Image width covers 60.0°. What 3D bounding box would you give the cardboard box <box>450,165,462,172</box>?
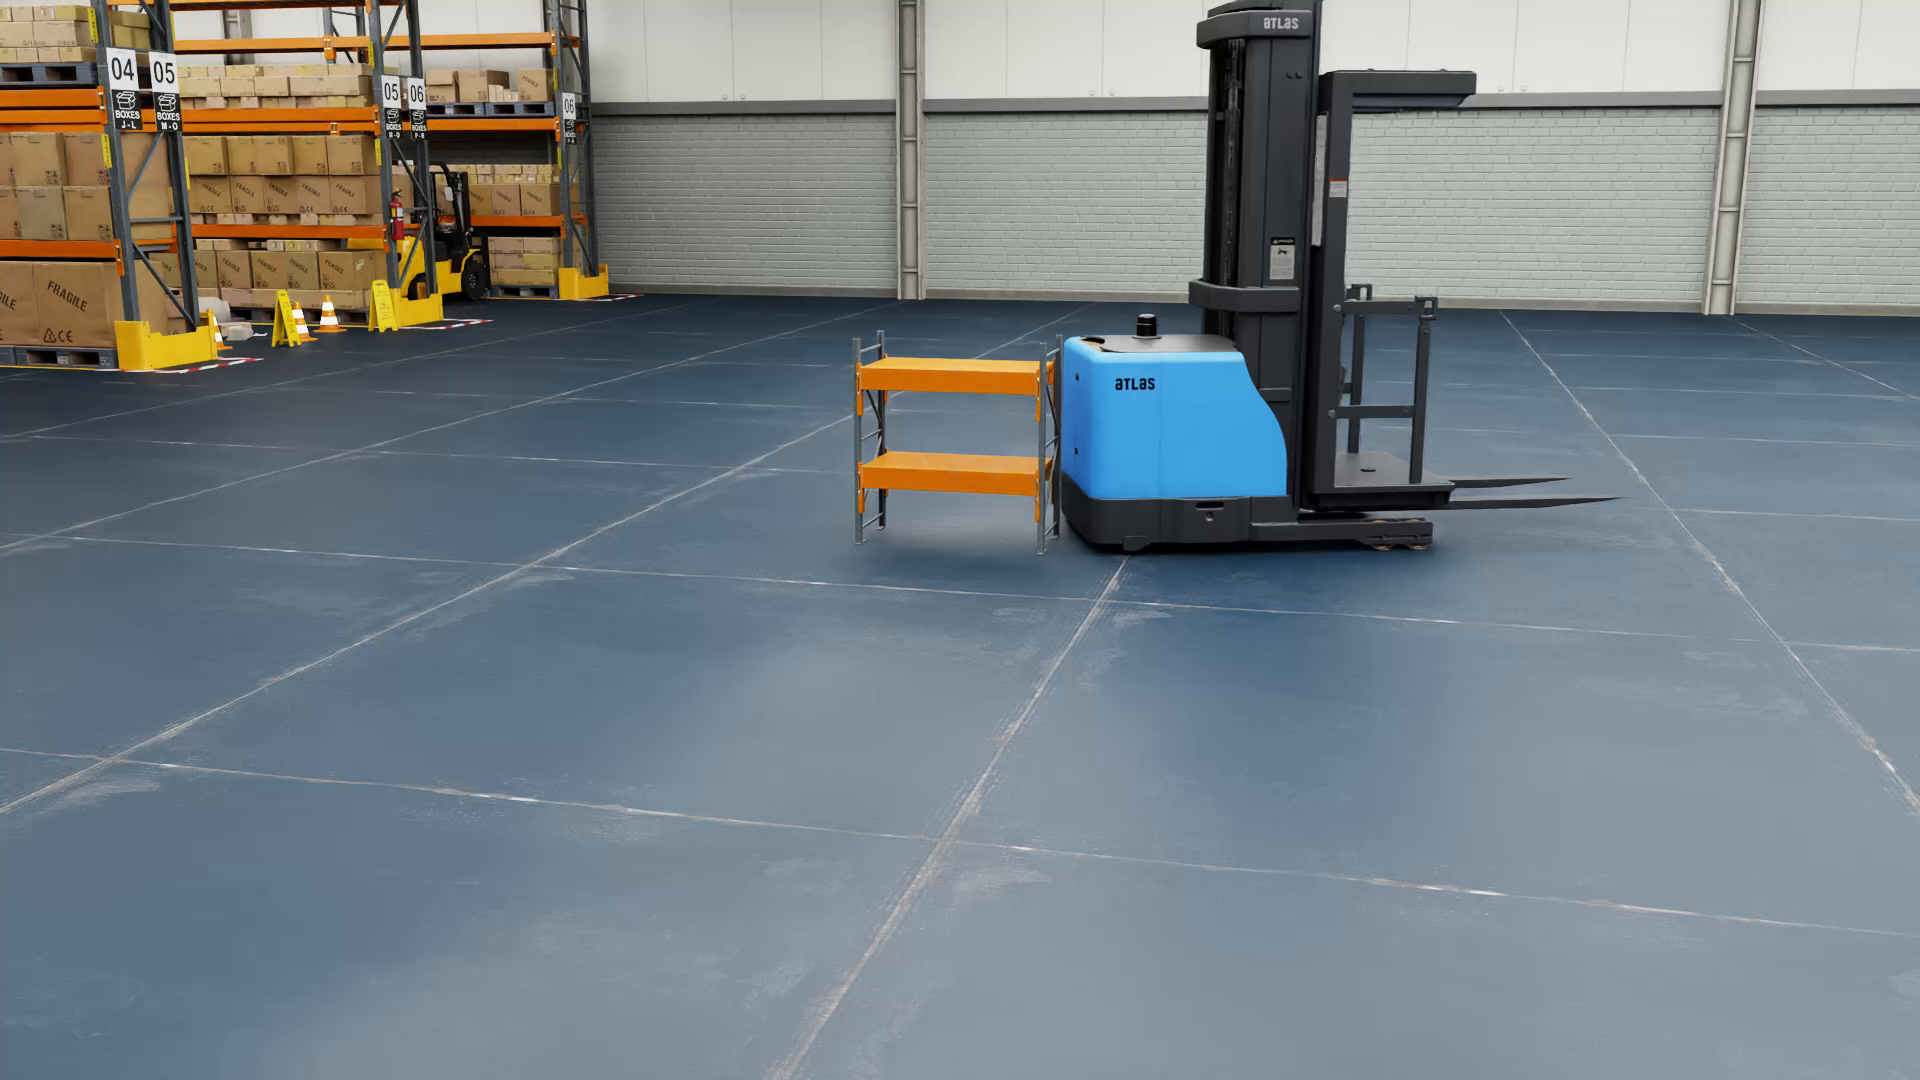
[{"bbox_3d":[-8.027,-5.988,26.881,0.250,0.149,0.380,3,13,14],"label":"cardboard box"}]

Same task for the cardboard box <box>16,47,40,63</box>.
[{"bbox_3d":[-9.310,-4.902,16.858,0.250,0.149,0.380,3,13,14],"label":"cardboard box"}]

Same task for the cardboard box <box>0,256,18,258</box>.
[{"bbox_3d":[-10.825,-2.616,18.036,0.875,0.875,0.875,3,13,14],"label":"cardboard box"}]

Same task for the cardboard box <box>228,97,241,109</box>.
[{"bbox_3d":[-9.464,-5.781,22.022,0.250,0.149,0.380,3,13,14],"label":"cardboard box"}]

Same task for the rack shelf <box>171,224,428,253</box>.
[{"bbox_3d":[-9.266,-4.133,22.597,4.000,0.370,1.077,3,13,14],"label":"rack shelf"}]

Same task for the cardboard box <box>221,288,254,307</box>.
[{"bbox_3d":[-9.663,-3.311,22.610,0.500,0.250,0.500,3,13,13],"label":"cardboard box"}]

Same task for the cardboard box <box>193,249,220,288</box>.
[{"bbox_3d":[-10.177,-3.704,22.650,0.500,0.500,0.500,4,13,16],"label":"cardboard box"}]

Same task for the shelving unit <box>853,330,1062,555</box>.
[{"bbox_3d":[-0.007,-0.550,9.113,1.048,1.125,0.538,3,13,14],"label":"shelving unit"}]

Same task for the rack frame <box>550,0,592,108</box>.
[{"bbox_3d":[-6.138,-8.353,26.107,0.127,3.000,1.000,3,13,14],"label":"rack frame"}]

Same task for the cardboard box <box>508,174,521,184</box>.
[{"bbox_3d":[-7.034,-5.782,26.642,0.250,0.149,0.380,3,13,15],"label":"cardboard box"}]

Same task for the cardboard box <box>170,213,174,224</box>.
[{"bbox_3d":[-10.721,-4.379,22.627,0.250,0.149,0.380,3,13,15],"label":"cardboard box"}]

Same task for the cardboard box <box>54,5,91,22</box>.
[{"bbox_3d":[-8.820,-5.265,16.653,0.250,0.149,0.380,3,13,14],"label":"cardboard box"}]

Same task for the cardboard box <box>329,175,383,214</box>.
[{"bbox_3d":[-7.917,-4.544,21.874,0.500,0.500,0.500,3,13,13],"label":"cardboard box"}]

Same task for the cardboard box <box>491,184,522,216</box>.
[{"bbox_3d":[-7.180,-5.472,26.742,0.500,0.500,0.500,3,13,15],"label":"cardboard box"}]

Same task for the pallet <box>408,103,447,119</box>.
[{"bbox_3d":[-9.187,-7.014,27.202,1.213,0.211,1.003,3,13,14],"label":"pallet"}]

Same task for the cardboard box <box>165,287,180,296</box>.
[{"bbox_3d":[-10.493,-3.027,21.717,0.500,0.500,0.500,-9,15,-35],"label":"cardboard box"}]

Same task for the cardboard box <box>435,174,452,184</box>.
[{"bbox_3d":[-8.279,-5.841,26.907,0.250,0.149,0.380,3,13,12],"label":"cardboard box"}]

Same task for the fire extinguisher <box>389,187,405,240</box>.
[{"bbox_3d":[-7.323,-4.240,21.596,0.183,0.674,0.296,3,13,14],"label":"fire extinguisher"}]

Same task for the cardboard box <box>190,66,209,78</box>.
[{"bbox_3d":[-9.964,-6.189,22.019,0.250,0.149,0.380,3,13,12],"label":"cardboard box"}]

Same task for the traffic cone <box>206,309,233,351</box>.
[{"bbox_3d":[-8.587,-2.422,19.081,0.334,0.463,0.336,3,13,14],"label":"traffic cone"}]

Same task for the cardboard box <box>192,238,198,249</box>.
[{"bbox_3d":[-10.592,-4.027,22.608,0.250,0.149,0.380,3,13,14],"label":"cardboard box"}]

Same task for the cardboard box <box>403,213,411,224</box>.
[{"bbox_3d":[-7.604,-4.319,22.354,0.250,0.149,0.380,3,13,14],"label":"cardboard box"}]

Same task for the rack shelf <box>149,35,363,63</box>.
[{"bbox_3d":[-11.963,-8.118,27.632,4.000,0.370,1.077,3,13,14],"label":"rack shelf"}]

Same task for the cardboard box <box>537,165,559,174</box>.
[{"bbox_3d":[-6.536,-5.909,26.528,0.250,0.149,0.380,3,13,14],"label":"cardboard box"}]

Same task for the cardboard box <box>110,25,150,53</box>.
[{"bbox_3d":[-8.819,-5.203,17.295,0.500,0.250,0.500,3,13,13],"label":"cardboard box"}]

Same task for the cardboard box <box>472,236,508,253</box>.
[{"bbox_3d":[-7.649,-4.783,26.935,0.500,0.250,0.500,3,13,14],"label":"cardboard box"}]

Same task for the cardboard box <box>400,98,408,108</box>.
[{"bbox_3d":[-7.568,-5.807,22.139,0.250,0.149,0.380,3,13,14],"label":"cardboard box"}]

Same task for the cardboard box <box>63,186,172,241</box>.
[{"bbox_3d":[-8.783,-3.417,17.364,0.550,0.550,0.875,3,13,14],"label":"cardboard box"}]

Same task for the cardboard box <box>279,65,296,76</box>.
[{"bbox_3d":[-8.686,-6.136,21.778,0.250,0.149,0.380,3,13,14],"label":"cardboard box"}]

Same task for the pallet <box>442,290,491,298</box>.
[{"bbox_3d":[-8.071,-4.158,27.485,1.213,0.211,1.003,3,13,14],"label":"pallet"}]

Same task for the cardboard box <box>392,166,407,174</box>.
[{"bbox_3d":[-9.033,-6.023,27.039,0.250,0.149,0.380,3,13,15],"label":"cardboard box"}]

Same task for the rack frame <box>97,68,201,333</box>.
[{"bbox_3d":[-8.412,-3.334,17.336,0.127,3.000,1.000,3,13,14],"label":"rack frame"}]

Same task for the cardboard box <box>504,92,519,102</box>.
[{"bbox_3d":[-7.015,-6.999,26.309,0.250,0.149,0.380,3,13,12],"label":"cardboard box"}]

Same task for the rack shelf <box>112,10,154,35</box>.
[{"bbox_3d":[-13.149,-7.074,22.926,4.000,0.370,1.077,3,13,14],"label":"rack shelf"}]

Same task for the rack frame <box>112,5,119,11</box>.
[{"bbox_3d":[-13.905,-8.768,27.978,0.127,3.000,1.000,3,13,14],"label":"rack frame"}]

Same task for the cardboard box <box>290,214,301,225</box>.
[{"bbox_3d":[-8.727,-4.289,22.222,0.250,0.149,0.380,3,13,14],"label":"cardboard box"}]

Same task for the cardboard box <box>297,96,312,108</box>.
[{"bbox_3d":[-8.466,-5.736,21.816,0.250,0.149,0.380,3,13,14],"label":"cardboard box"}]

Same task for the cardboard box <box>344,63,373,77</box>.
[{"bbox_3d":[-7.723,-6.067,21.467,0.250,0.149,0.380,3,13,14],"label":"cardboard box"}]

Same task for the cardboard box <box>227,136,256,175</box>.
[{"bbox_3d":[-9.332,-5.131,22.208,0.500,0.500,0.700,3,13,13],"label":"cardboard box"}]

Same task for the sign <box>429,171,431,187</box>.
[{"bbox_3d":[-7.194,-4.917,22.472,0.005,0.325,0.100,3,13,14],"label":"sign"}]

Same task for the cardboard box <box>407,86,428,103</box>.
[{"bbox_3d":[-8.653,-7.144,26.691,0.258,0.266,0.396,3,13,12],"label":"cardboard box"}]

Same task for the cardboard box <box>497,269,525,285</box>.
[{"bbox_3d":[-7.151,-4.273,26.945,0.500,0.250,0.500,3,13,14],"label":"cardboard box"}]

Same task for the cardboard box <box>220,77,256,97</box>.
[{"bbox_3d":[-9.369,-5.965,21.926,0.500,0.250,0.500,3,13,14],"label":"cardboard box"}]

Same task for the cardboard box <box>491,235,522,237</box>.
[{"bbox_3d":[-7.528,-4.893,27.433,0.500,0.250,0.500,3,13,13],"label":"cardboard box"}]

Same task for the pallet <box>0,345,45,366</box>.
[{"bbox_3d":[-10.388,-2.061,18.038,1.213,0.211,1.003,3,13,14],"label":"pallet"}]

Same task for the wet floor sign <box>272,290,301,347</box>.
[{"bbox_3d":[-7.909,-2.600,19.461,0.232,0.644,0.267,1,13,4],"label":"wet floor sign"}]

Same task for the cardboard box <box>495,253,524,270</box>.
[{"bbox_3d":[-7.170,-4.519,26.900,0.500,0.250,0.500,3,13,13],"label":"cardboard box"}]

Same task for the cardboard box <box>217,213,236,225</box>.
[{"bbox_3d":[-9.739,-4.313,22.328,0.250,0.149,0.380,3,13,14],"label":"cardboard box"}]

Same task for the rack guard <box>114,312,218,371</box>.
[{"bbox_3d":[-8.388,-2.112,17.601,0.348,0.500,1.175,3,13,14],"label":"rack guard"}]

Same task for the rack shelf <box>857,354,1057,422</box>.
[{"bbox_3d":[-0.007,-0.835,9.050,1.000,0.278,0.538,3,13,14],"label":"rack shelf"}]

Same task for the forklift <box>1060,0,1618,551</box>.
[{"bbox_3d":[2.132,-1.485,9.161,3.031,2.935,1.130,-1,13,-6],"label":"forklift"}]
